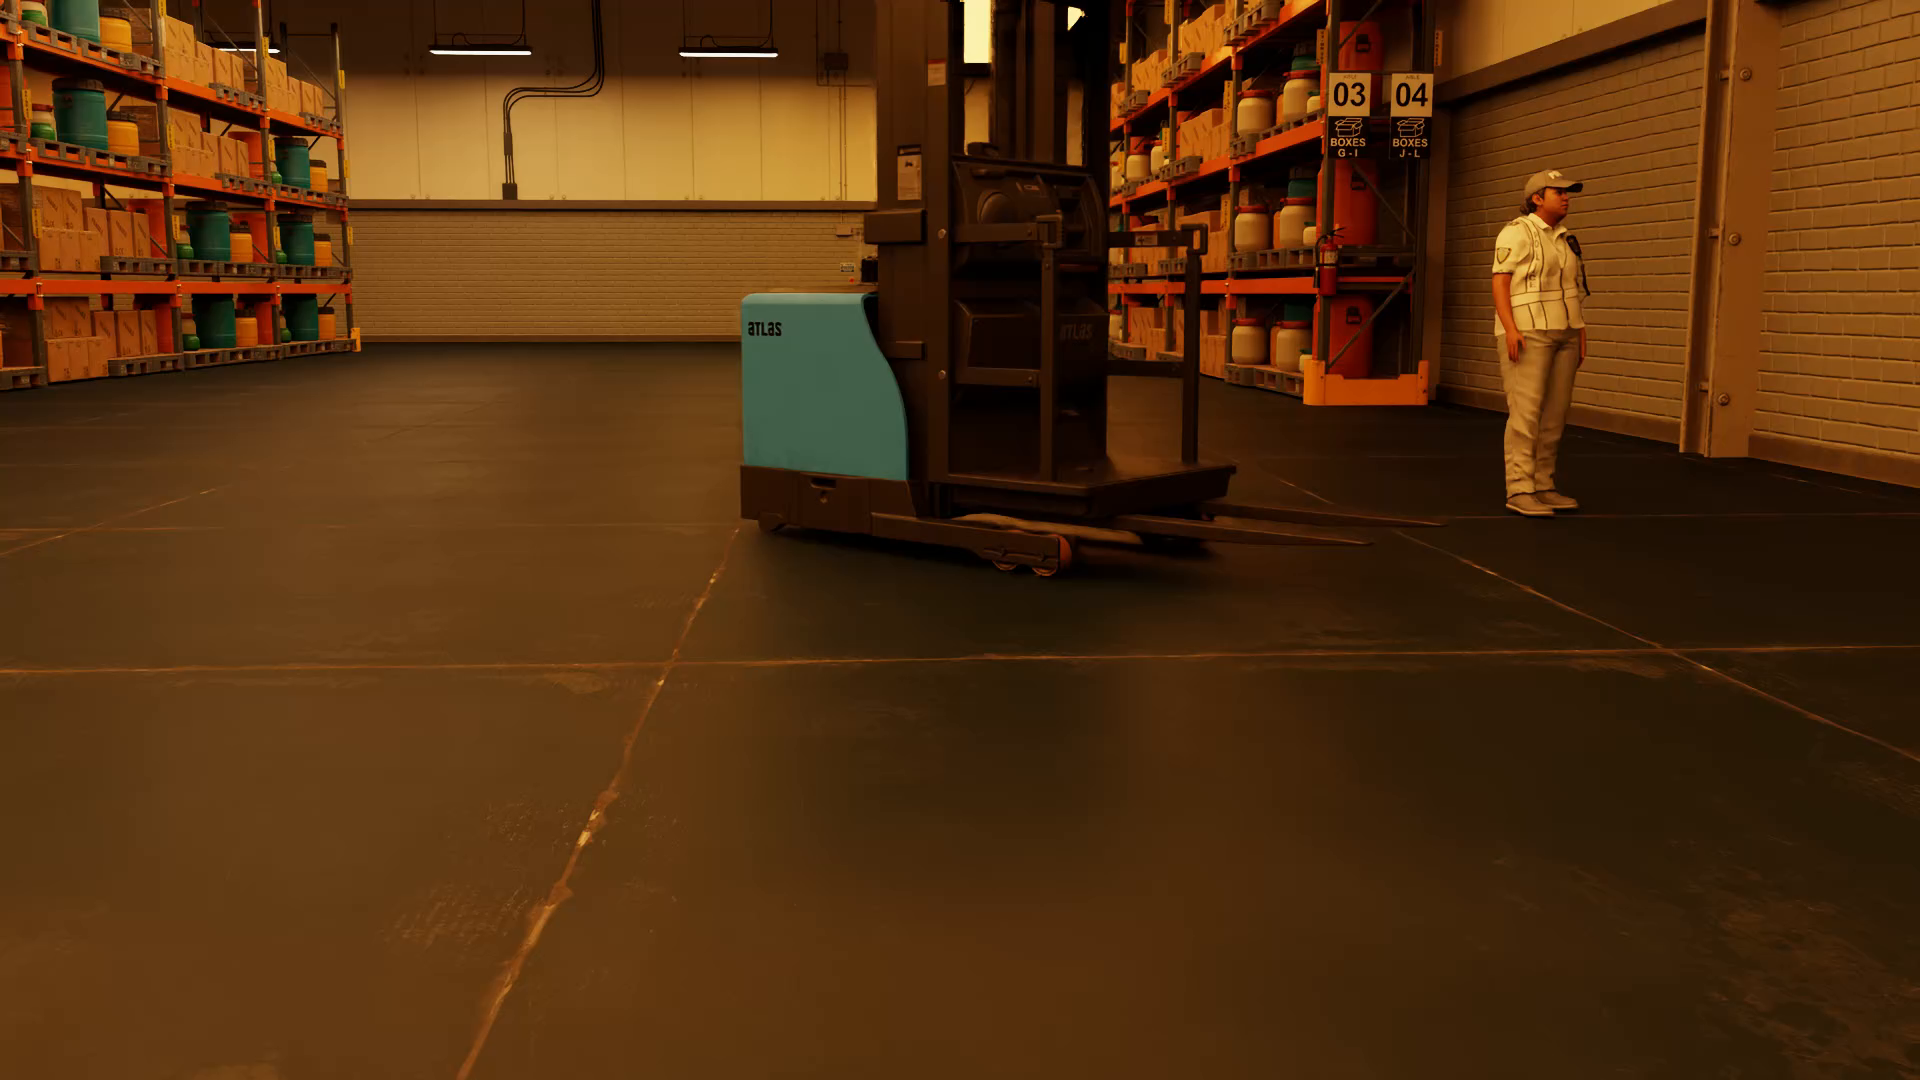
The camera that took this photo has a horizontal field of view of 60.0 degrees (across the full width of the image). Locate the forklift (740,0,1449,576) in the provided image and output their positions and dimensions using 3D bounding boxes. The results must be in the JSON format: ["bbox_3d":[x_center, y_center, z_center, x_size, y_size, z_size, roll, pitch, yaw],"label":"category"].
[{"bbox_3d":[0.457,-1.397,6.737,3.031,2.935,1.130,7,11,40],"label":"forklift"}]

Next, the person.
[{"bbox_3d":[2.914,-0.982,8.206,0.596,1.670,0.531,-5,10,-30],"label":"person"}]
